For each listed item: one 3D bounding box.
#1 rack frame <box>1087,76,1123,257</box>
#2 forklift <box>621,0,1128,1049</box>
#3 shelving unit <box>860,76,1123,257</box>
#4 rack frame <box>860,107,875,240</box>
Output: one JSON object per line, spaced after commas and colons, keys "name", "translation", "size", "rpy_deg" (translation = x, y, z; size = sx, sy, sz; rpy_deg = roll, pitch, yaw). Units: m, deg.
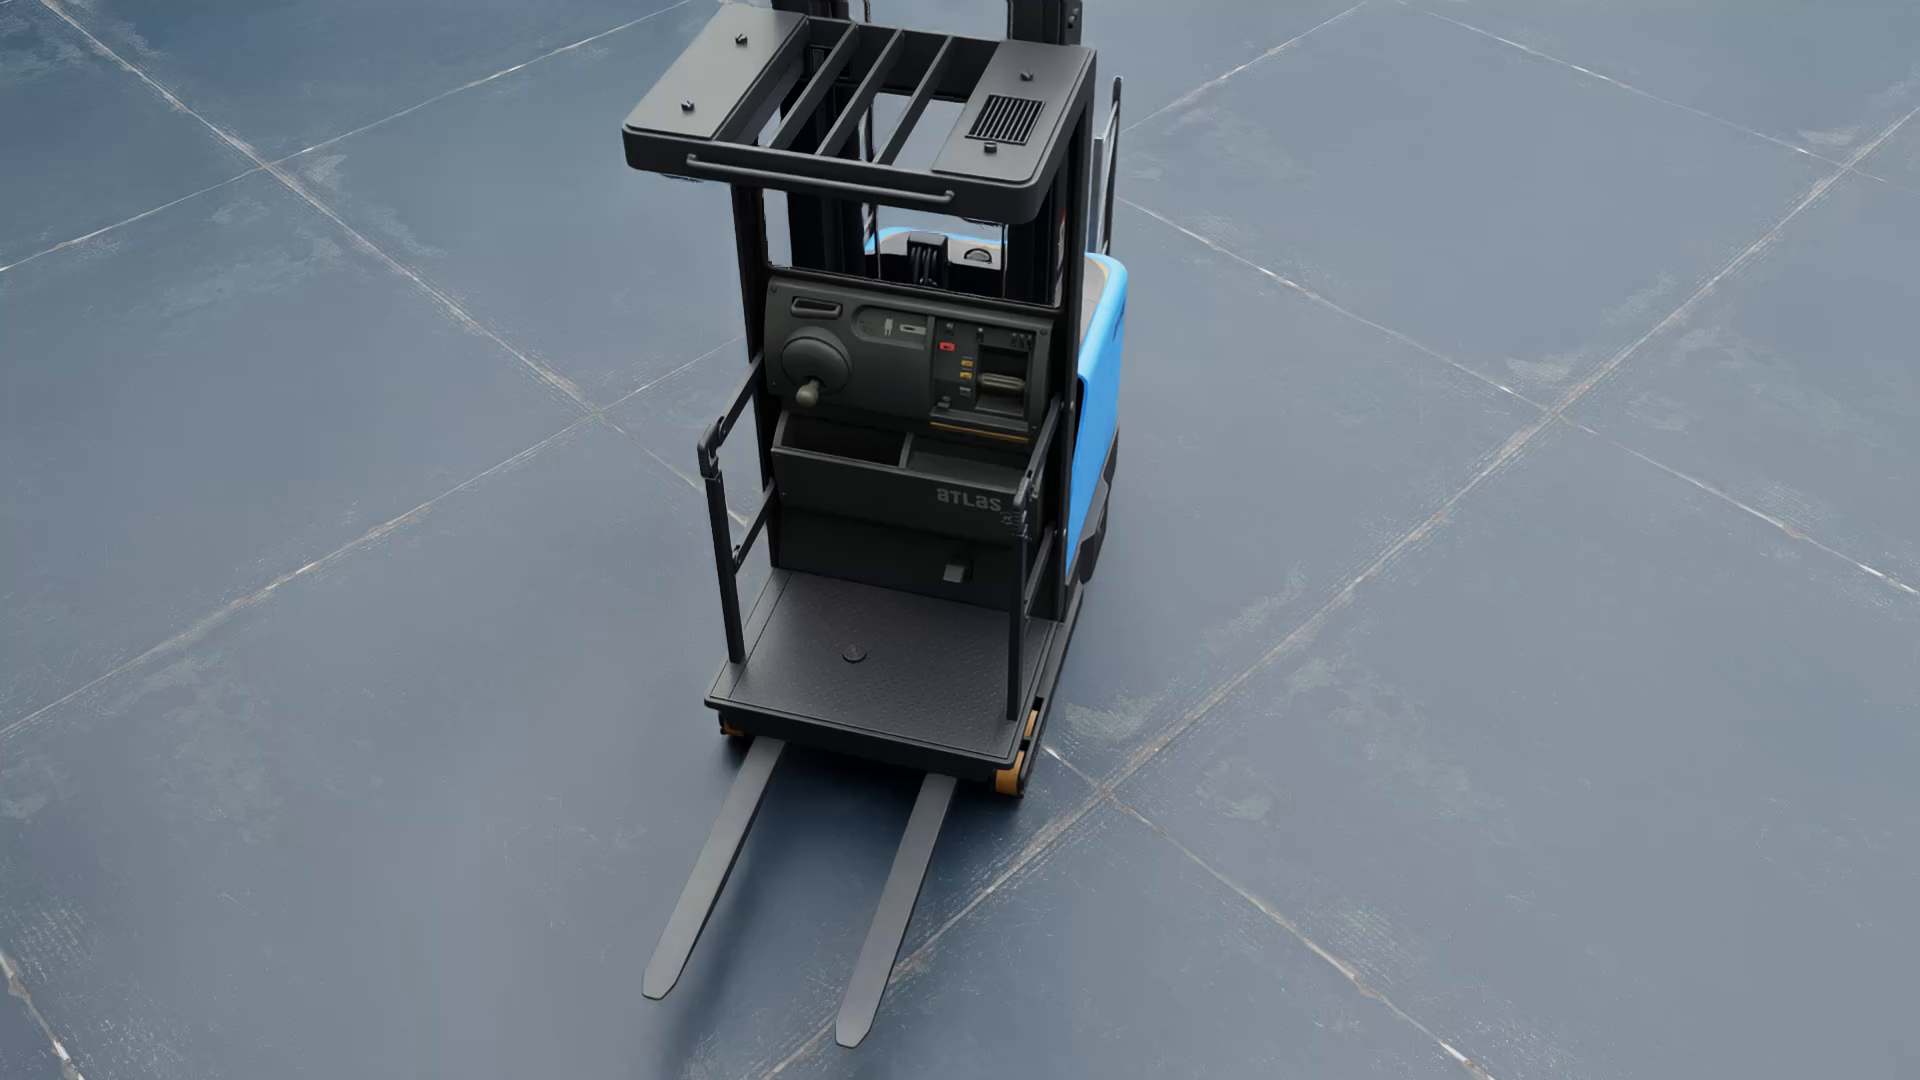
{"name": "rack frame", "translation": [0.567, -1.098, 6.833], "size": [0.032, 1.500, 0.500], "rpy_deg": [9, 43, 9]}
{"name": "forklift", "translation": [-0.228, -0.488, 5.118], "size": [1.130, 2.935, 3.031], "rpy_deg": [10, 44, 11]}
{"name": "shelving unit", "translation": [0.080, -1.173, 6.914], "size": [1.083, 1.500, 0.587], "rpy_deg": [9, 43, 9]}
{"name": "rack frame", "translation": [-0.424, -1.252, 6.999], "size": [0.032, 1.500, 0.500], "rpy_deg": [9, 43, 9]}
